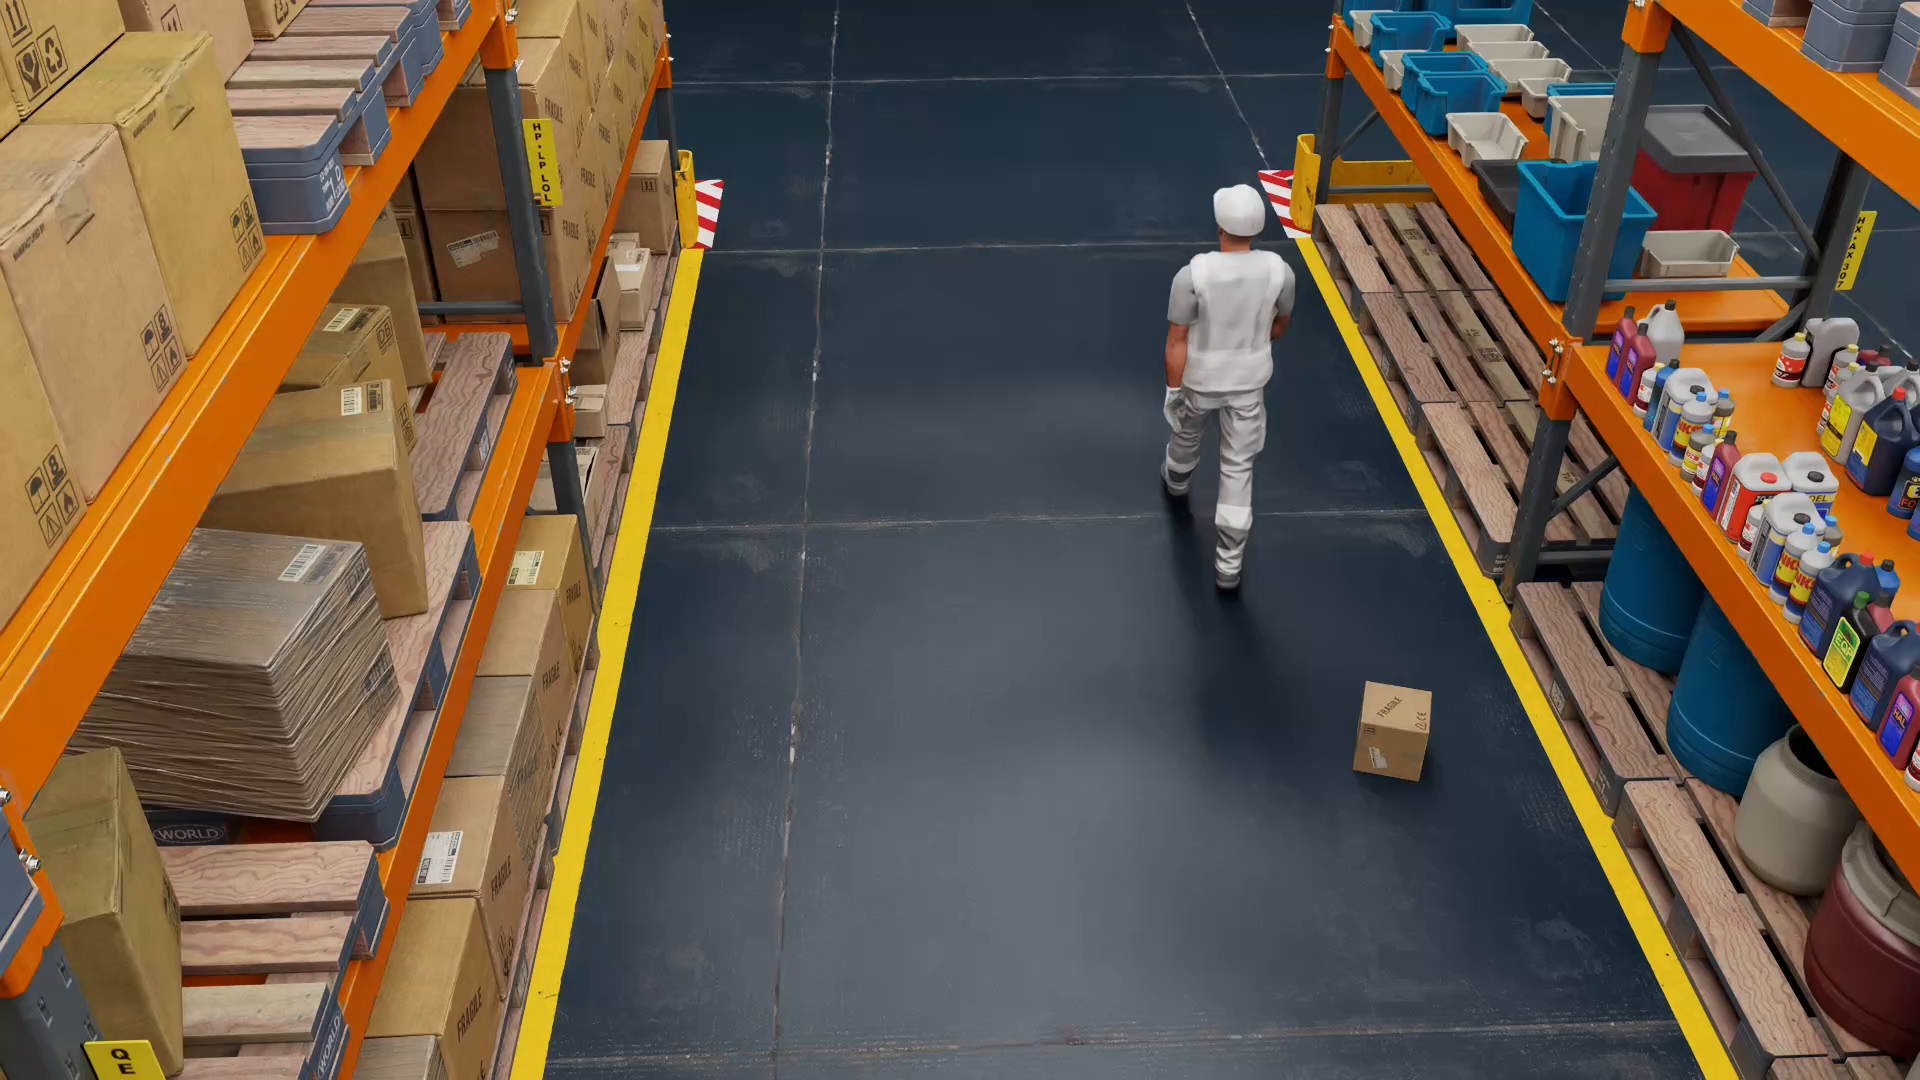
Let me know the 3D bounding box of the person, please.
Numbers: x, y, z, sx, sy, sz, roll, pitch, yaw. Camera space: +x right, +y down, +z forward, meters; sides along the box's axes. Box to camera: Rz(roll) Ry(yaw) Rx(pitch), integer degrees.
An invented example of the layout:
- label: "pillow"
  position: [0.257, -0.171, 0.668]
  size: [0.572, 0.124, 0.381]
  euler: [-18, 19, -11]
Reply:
- label: "person"
  position: [1.128, -0.776, 7.209]
  size: [0.541, 1.719, 1.055]
  euler: [1, 35, 1]
